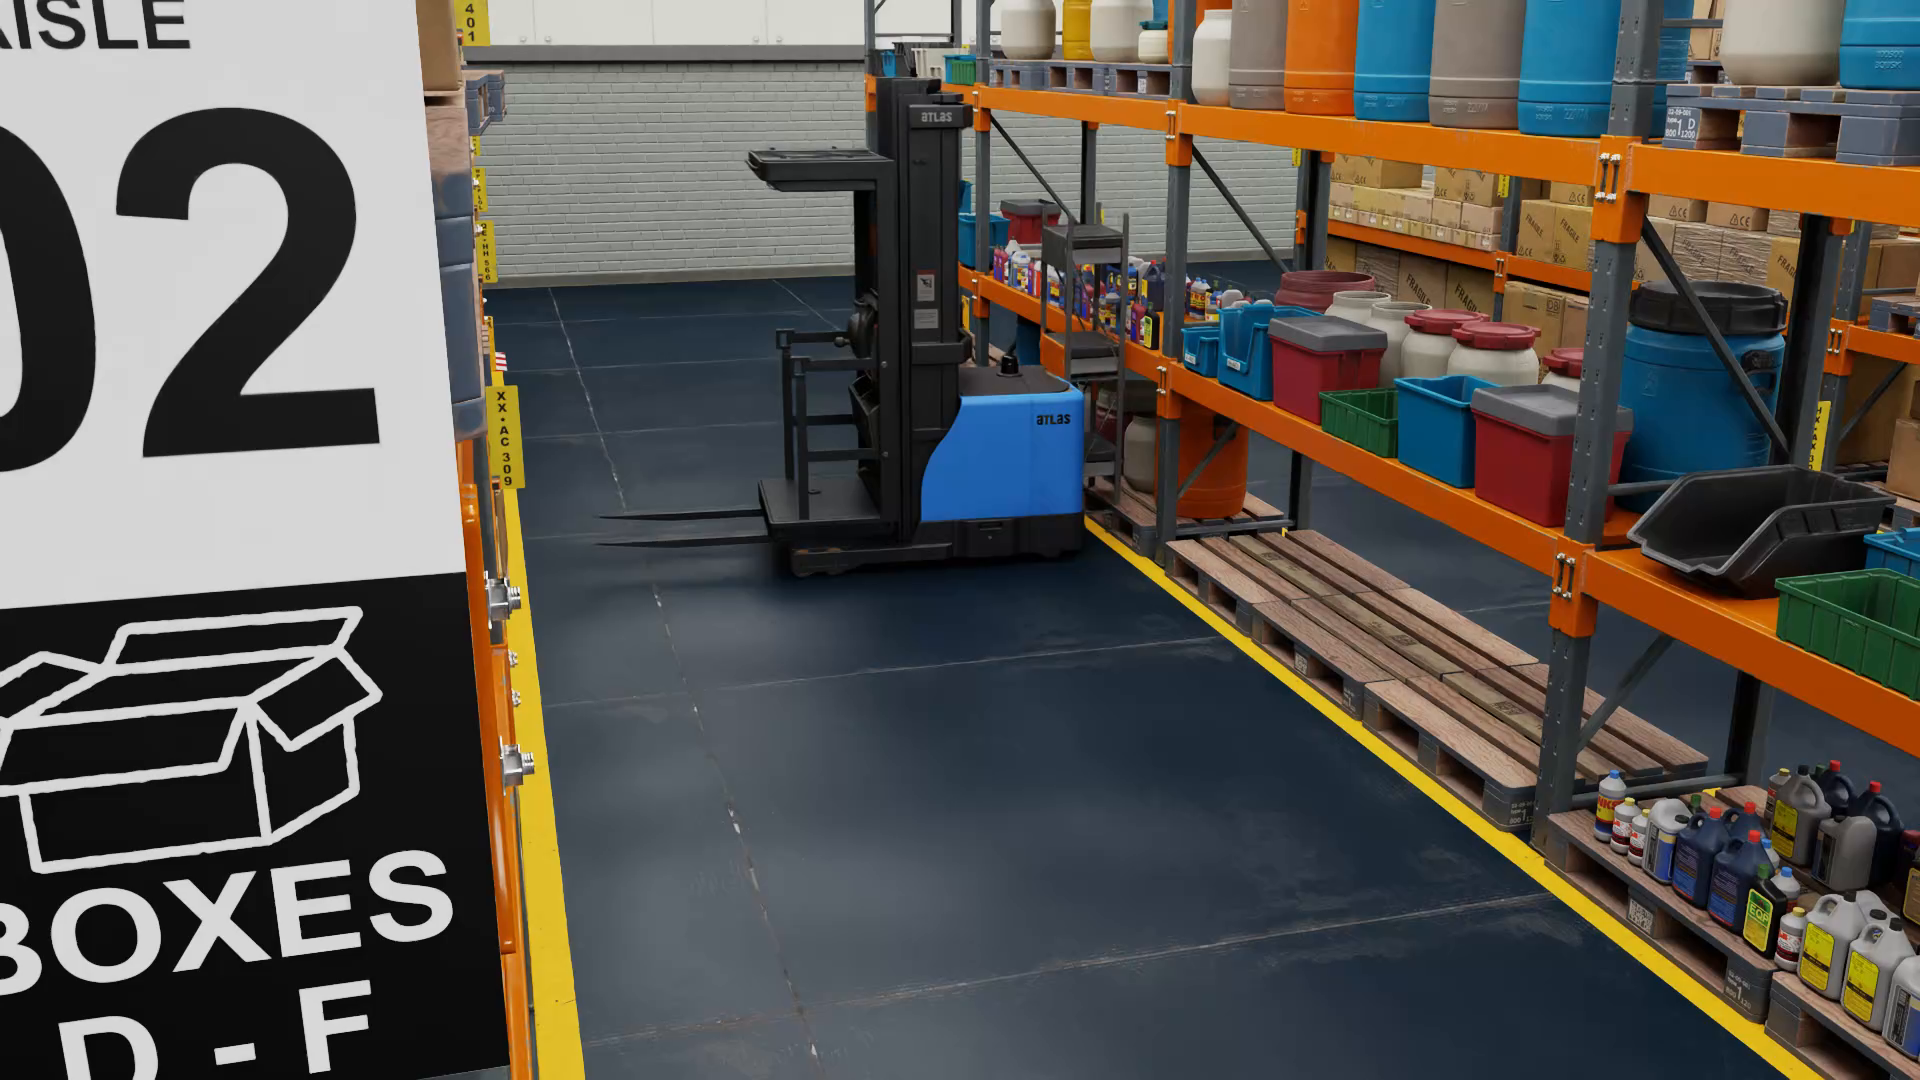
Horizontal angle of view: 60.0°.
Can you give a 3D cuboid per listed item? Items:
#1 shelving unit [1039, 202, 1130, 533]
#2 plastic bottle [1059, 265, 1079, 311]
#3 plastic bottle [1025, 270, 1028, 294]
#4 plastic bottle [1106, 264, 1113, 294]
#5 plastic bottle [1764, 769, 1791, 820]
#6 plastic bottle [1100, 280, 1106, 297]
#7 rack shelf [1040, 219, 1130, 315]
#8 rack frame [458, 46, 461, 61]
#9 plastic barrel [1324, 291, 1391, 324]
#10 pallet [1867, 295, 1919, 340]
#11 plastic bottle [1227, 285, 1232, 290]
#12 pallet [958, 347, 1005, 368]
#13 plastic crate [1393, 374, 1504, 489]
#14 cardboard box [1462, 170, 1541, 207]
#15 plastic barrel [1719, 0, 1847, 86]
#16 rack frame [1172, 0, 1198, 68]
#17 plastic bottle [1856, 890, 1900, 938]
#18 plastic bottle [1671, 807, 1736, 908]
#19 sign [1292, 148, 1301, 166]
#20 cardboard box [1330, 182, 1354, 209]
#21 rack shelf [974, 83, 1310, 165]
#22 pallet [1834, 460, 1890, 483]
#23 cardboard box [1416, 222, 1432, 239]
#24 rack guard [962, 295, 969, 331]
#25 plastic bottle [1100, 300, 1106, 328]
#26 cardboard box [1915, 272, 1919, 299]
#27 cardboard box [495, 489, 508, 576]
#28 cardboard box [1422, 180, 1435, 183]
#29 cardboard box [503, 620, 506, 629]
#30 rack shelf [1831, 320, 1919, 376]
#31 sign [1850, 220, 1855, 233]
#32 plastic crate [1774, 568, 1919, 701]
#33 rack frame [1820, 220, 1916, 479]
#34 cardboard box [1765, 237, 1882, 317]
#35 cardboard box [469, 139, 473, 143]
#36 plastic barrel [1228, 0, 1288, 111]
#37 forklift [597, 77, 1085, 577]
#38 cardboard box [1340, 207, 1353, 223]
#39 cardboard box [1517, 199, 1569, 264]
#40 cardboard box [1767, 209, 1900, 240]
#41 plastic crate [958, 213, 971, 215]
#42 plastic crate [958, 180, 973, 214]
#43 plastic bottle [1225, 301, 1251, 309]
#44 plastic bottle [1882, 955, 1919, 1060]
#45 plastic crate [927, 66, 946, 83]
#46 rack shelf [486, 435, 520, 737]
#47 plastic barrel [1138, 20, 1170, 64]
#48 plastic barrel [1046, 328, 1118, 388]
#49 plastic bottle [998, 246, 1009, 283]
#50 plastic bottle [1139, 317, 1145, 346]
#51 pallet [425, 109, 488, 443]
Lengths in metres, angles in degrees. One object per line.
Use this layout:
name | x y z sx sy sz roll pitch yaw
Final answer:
shelving unit | 0.794 -1.109 10.886 0.431 2.100 0.503 -6 20 -15
plastic bottle | 0.795 -1.822 11.889 0.144 0.351 0.185 -5 17 -15
plastic bottle | 0.543 -1.980 12.674 0.097 0.201 0.097 0 17 0
plastic bottle | 1.166 -2.022 12.692 0.097 0.271 0.097 0 17 0
plastic bottle | 3.220 0.996 6.522 0.097 0.201 0.097 0 17 0
plastic bottle | 0.974 -1.717 11.656 0.061 0.283 0.133 -5 17 -15
rack shelf | 0.794 -1.756 10.658 0.431 0.518 0.480 -6 20 -15
rack frame | -4.141 -4.905 11.639 1.000 3.000 0.127 -5 17 -15
plastic barrel | 2.210 -1.102 9.211 0.421 0.512 0.421 0 17 0
pallet | 6.782 -1.427 10.822 1.213 0.211 1.003 -5 17 -15
plastic bottle | 1.794 -1.574 11.180 0.061 0.283 0.133 -5 17 -15
pallet | 0.044 -1.625 15.996 1.003 0.211 1.213 -5 17 -15
plastic crate | 2.219 -0.482 7.371 0.392 0.384 0.575 -5 17 -15
cardboard box | 5.001 -3.350 15.329 0.500 0.500 0.500 -4 17 -14
plastic barrel | 2.751 -1.766 5.479 0.421 0.512 0.421 0 17 0
rack frame | 1.722 -4.189 9.256 1.000 3.000 0.127 -5 17 -15
plastic bottle | 2.948 1.292 5.408 0.152 0.276 0.135 -5 17 -15
plastic bottle | 2.644 1.105 5.901 0.144 0.351 0.185 -4 17 -14
sign | 3.750 -4.331 18.513 0.100 0.325 0.005 -5 17 -15
cardboard box | 4.307 -3.694 17.778 0.500 0.250 0.500 -5 17 -16
rack shelf | 1.172 -2.961 11.632 1.077 0.370 4.000 -5 17 -15
pallet | 6.340 -0.596 12.569 1.003 0.211 1.213 -5 17 -15
cardboard box | 4.703 -3.037 16.284 0.380 0.149 0.250 -4 17 -14
rack guard | -0.496 -2.337 17.864 1.175 0.500 0.348 -5 17 -15
plastic bottle | 0.989 -1.531 11.179 0.097 0.201 0.097 0 17 0
cardboard box | 6.671 -1.810 10.861 0.500 0.500 0.500 -7 18 -22
cardboard box | -2.892 -0.087 9.609 0.500 0.500 0.500 -4 17 -13
cardboard box | 4.813 -3.738 17.924 0.500 0.250 0.500 -5 17 -16
cardboard box | -2.240 0.469 7.251 0.500 0.311 0.500 -4 17 -14
rack shelf | 7.034 -0.810 9.684 1.077 0.370 4.000 -5 17 -15
sign | 5.951 -2.217 11.107 0.100 0.325 0.005 -5 17 -15
plastic crate | 2.923 0.290 5.141 0.450 0.188 0.662 -5 17 -15
rack frame | 6.484 -1.707 11.422 1.000 3.000 0.127 -5 17 -15
cardboard box | 6.110 -1.872 11.797 0.500 0.500 0.500 -4 17 -14
cardboard box | -4.567 -3.281 14.748 0.500 0.500 0.500 -4 17 -14
plastic barrel | 1.739 -2.748 8.802 0.600 0.901 0.600 0 17 0
forklift | -0.779 -1.341 10.322 3.031 2.935 1.130 -3 17 -10
cardboard box | 4.281 -3.462 17.700 0.380 0.149 0.250 -5 17 -16
cardboard box | 5.271 -2.715 14.602 0.500 0.500 0.500 -5 17 -15
cardboard box | 6.299 -2.439 11.941 0.797 0.503 0.637 -4 17 -13
plastic crate | -0.078 -3.220 16.811 0.396 0.136 0.243 -5 17 -15
plastic crate | -0.205 -3.497 17.213 0.616 0.435 0.499 -5 17 -15
plastic bottle | 1.767 -1.390 10.580 0.152 0.276 0.135 -5 17 -15
plastic bottle | 2.913 1.407 5.023 0.152 0.276 0.135 -5 17 -17
plastic crate | -0.093 -4.054 14.479 0.293 0.136 0.466 -5 17 -15
rack shelf | -2.492 -0.028 7.080 1.077 0.370 4.000 -5 17 -15
plastic barrel | 1.286 -3.172 10.595 0.301 0.262 0.301 0 17 0
plastic barrel | 0.950 -1.271 12.886 0.600 0.901 0.708 -5 17 -15
plastic bottle | 0.350 -2.194 13.246 0.061 0.283 0.133 -5 17 -15
plastic bottle | 1.186 -1.332 10.519 0.097 0.201 0.097 0 17 0
pallet | -1.013 -0.304 1.691 1.003 0.211 1.213 -5 17 -15
